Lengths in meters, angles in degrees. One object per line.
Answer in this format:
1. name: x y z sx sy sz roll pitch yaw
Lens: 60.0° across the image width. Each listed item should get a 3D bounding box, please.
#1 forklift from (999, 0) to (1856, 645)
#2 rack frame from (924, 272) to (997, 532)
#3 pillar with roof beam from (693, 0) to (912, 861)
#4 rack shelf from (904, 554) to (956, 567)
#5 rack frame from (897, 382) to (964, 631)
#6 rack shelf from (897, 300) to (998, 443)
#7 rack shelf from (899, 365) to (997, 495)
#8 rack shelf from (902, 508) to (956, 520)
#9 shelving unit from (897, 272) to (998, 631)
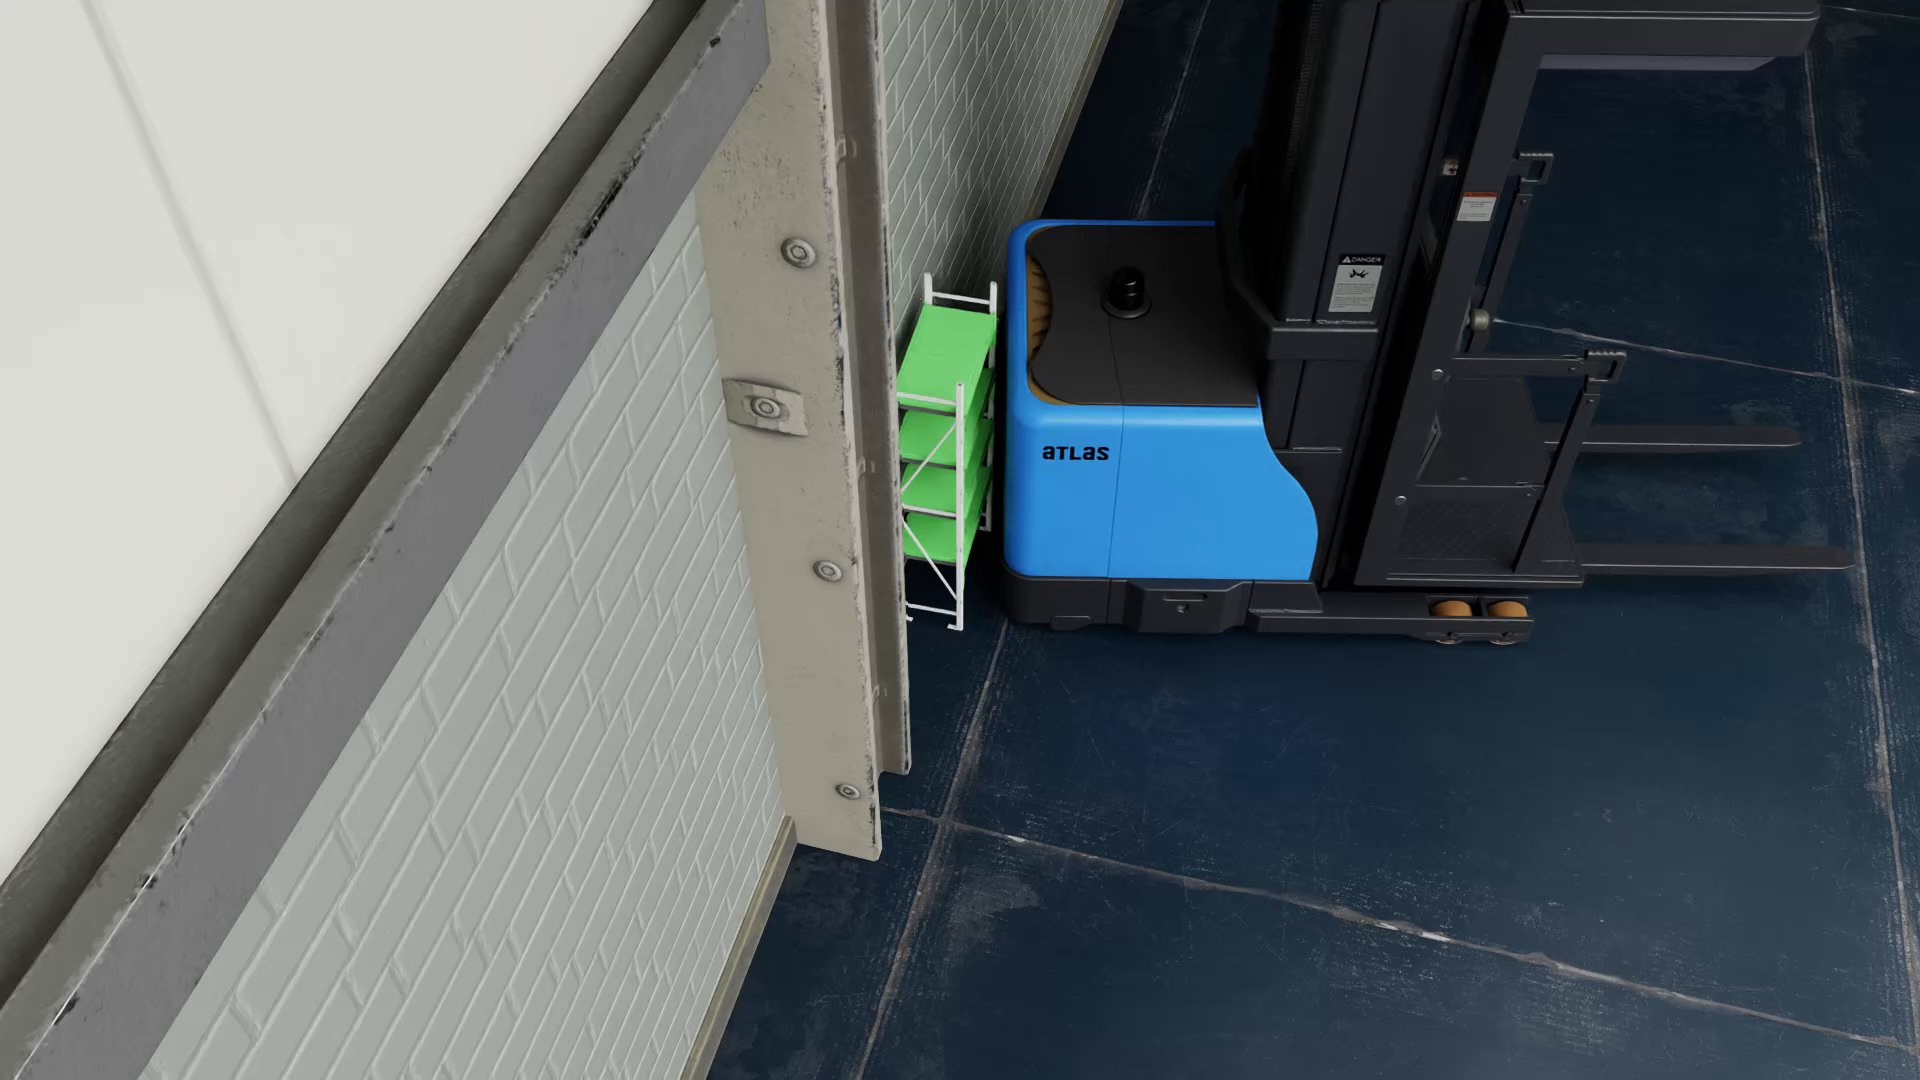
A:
1. forklift: 1.661 -1.003 5.180 3.031 2.935 1.130 1 49 1
2. rack frame: 0.002 -0.453 5.849 0.240 1.200 0.015 10 49 9
3. pillar with roof beam: 3.791 -1.270 1.369 9.100 9.000 0.400 12 50 10
4. rack shelf: -0.053 -0.092 5.898 0.199 0.029 0.442 10 49 9
5. rack frame: -0.108 -0.096 5.535 0.240 1.200 0.015 10 49 9
6. rack shelf: -0.053 -0.550 5.380 0.258 0.148 0.480 10 49 9
7. rack shelf: -0.053 -0.391 5.560 0.258 0.148 0.480 10 49 9
8. rack shelf: -0.053 -0.251 5.718 0.199 0.029 0.442 10 49 9
9. shelving unit: -0.053 -0.275 5.692 0.258 1.200 0.503 10 49 9
